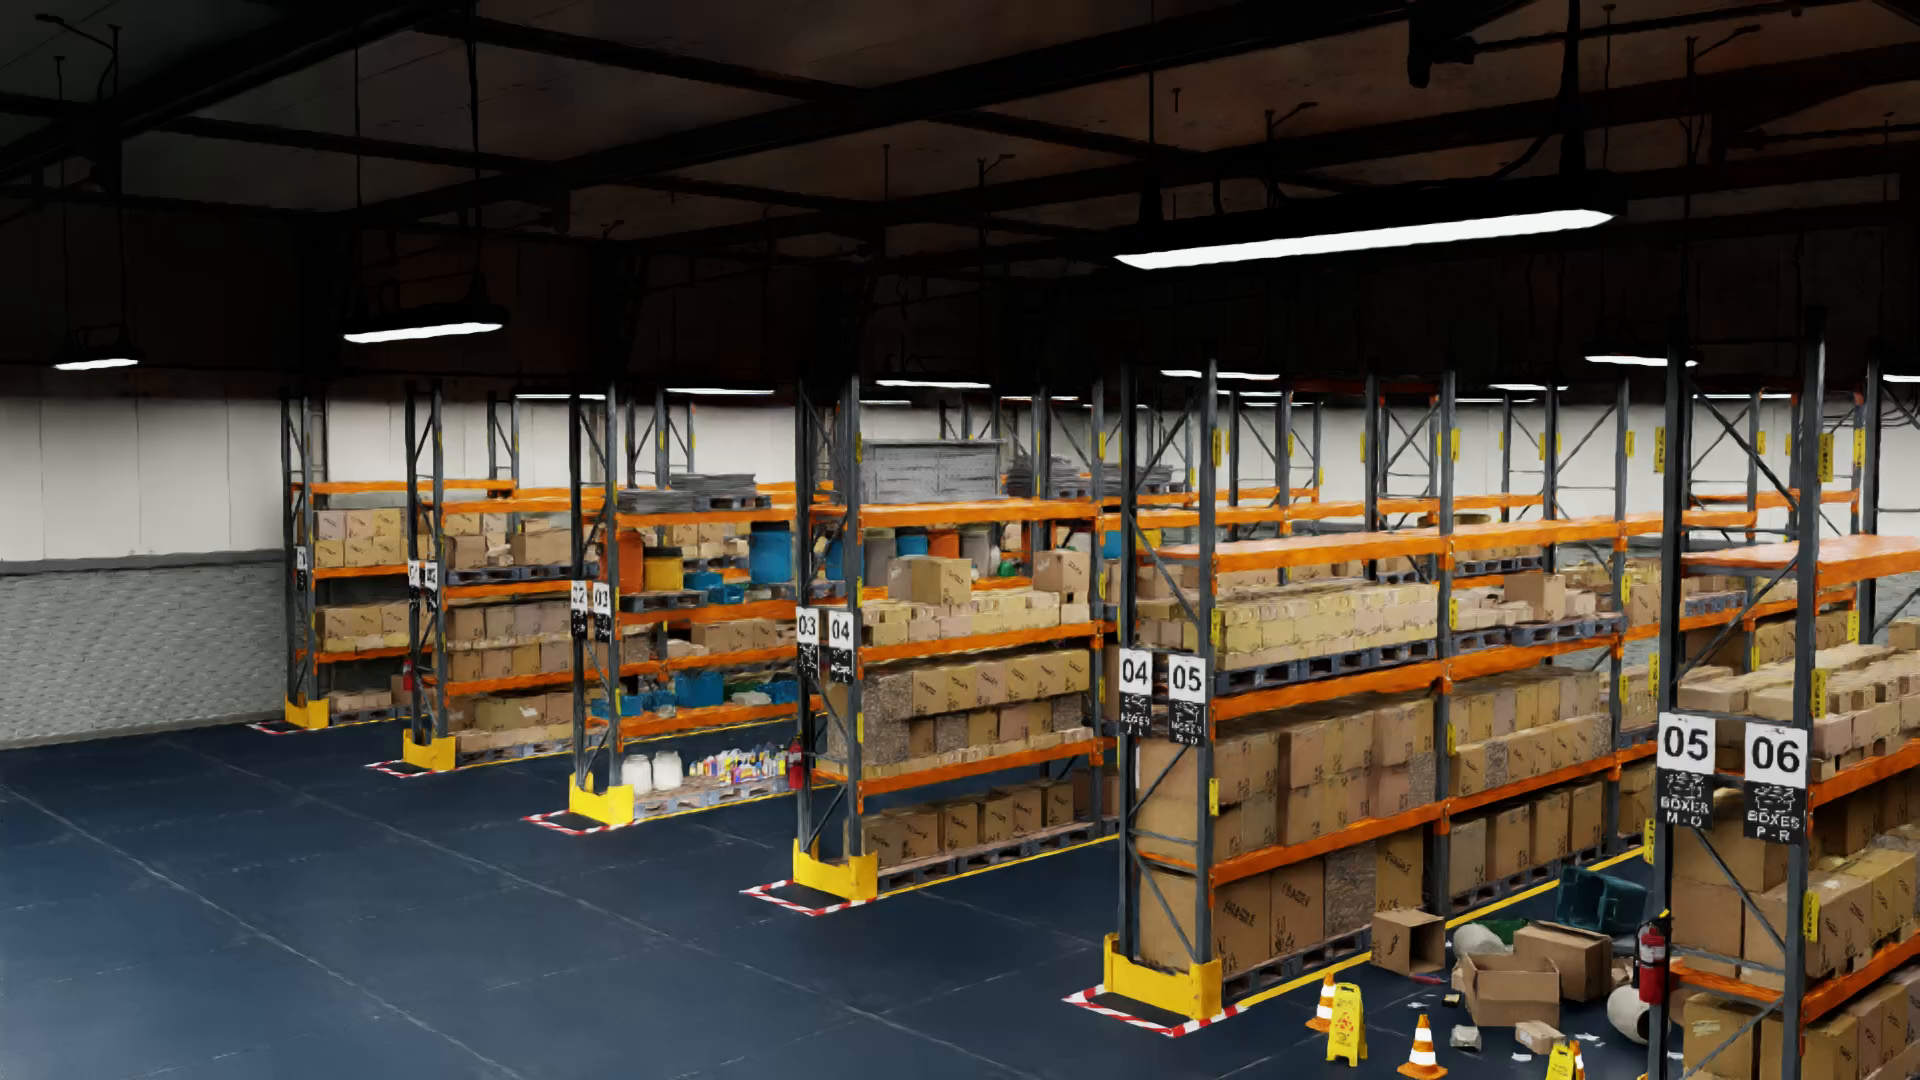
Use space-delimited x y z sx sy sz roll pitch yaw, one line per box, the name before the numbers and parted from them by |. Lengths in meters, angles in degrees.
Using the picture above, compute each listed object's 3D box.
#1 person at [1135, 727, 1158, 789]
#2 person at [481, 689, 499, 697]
person | 2.324 3.048 20.383 1.086 1.589 0.495 -3 5 -41
person | -8.508 2.383 30.257 0.578 1.714 0.719 -4 5 -45
